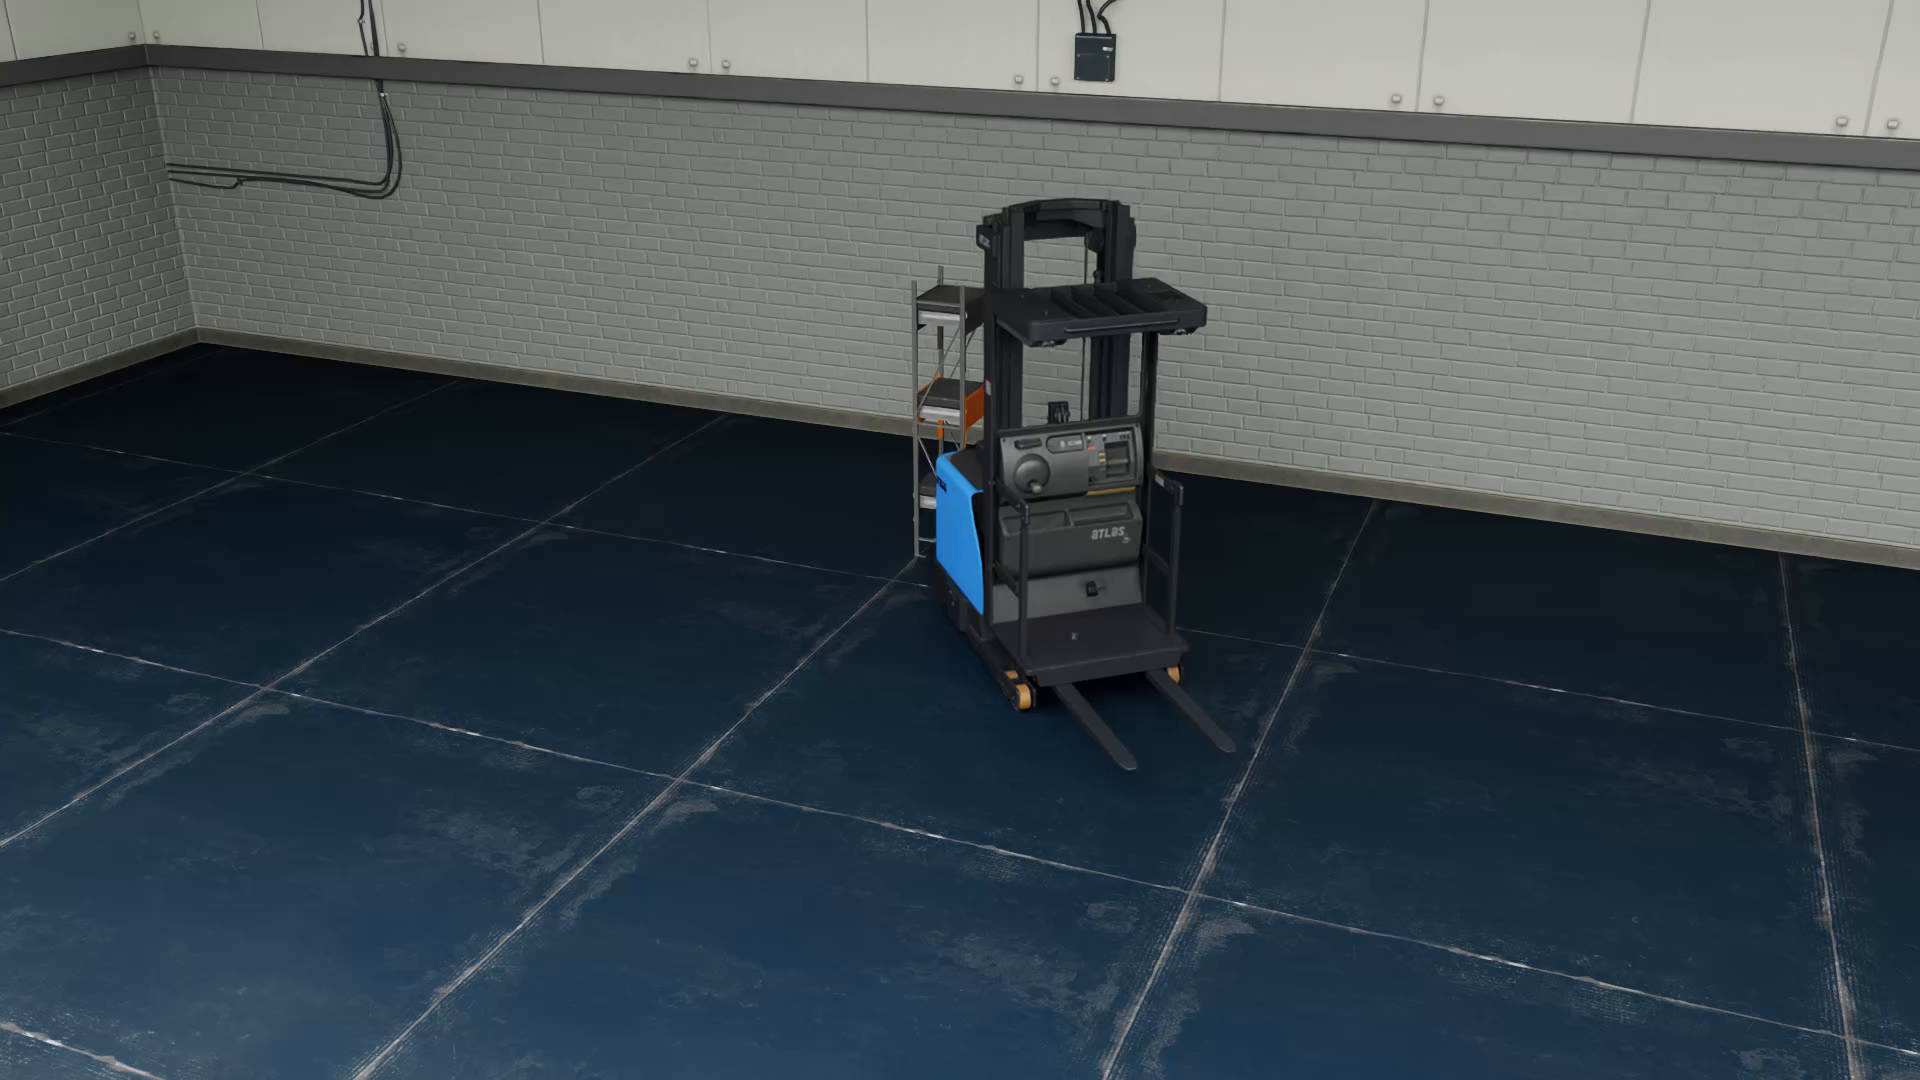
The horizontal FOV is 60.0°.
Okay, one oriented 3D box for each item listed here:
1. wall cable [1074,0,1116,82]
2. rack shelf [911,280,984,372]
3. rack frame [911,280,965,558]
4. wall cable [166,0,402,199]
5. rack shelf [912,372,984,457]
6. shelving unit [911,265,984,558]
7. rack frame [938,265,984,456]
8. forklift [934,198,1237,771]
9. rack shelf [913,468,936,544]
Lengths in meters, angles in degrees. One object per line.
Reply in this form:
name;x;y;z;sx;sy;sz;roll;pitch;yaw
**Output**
wall cable;1.986;-6.263;11.657;2.305;6.003;0.169;9;24;20
rack shelf;-0.062;-1.543;11.939;0.431;0.518;0.480;9;24;20
rack frame;-0.152;-0.822;11.994;0.400;2.100;0.015;9;24;20
wall cable;-6.822;-4.626;16.179;3.097;2.526;0.112;9;24;20
rack shelf;-0.061;-0.897;12.209;0.431;0.518;0.480;9;24;20
shelving unit;-0.061;-0.910;12.203;0.431;2.100;0.503;9;24;20
rack frame;0.029;-0.997;12.413;0.400;2.100;0.015;9;24;20
forklift;0.764;-0.477;10.088;1.130;2.935;3.031;-7;24;-17
rack shelf;-0.061;-0.251;12.479;0.431;0.518;0.480;9;24;20
